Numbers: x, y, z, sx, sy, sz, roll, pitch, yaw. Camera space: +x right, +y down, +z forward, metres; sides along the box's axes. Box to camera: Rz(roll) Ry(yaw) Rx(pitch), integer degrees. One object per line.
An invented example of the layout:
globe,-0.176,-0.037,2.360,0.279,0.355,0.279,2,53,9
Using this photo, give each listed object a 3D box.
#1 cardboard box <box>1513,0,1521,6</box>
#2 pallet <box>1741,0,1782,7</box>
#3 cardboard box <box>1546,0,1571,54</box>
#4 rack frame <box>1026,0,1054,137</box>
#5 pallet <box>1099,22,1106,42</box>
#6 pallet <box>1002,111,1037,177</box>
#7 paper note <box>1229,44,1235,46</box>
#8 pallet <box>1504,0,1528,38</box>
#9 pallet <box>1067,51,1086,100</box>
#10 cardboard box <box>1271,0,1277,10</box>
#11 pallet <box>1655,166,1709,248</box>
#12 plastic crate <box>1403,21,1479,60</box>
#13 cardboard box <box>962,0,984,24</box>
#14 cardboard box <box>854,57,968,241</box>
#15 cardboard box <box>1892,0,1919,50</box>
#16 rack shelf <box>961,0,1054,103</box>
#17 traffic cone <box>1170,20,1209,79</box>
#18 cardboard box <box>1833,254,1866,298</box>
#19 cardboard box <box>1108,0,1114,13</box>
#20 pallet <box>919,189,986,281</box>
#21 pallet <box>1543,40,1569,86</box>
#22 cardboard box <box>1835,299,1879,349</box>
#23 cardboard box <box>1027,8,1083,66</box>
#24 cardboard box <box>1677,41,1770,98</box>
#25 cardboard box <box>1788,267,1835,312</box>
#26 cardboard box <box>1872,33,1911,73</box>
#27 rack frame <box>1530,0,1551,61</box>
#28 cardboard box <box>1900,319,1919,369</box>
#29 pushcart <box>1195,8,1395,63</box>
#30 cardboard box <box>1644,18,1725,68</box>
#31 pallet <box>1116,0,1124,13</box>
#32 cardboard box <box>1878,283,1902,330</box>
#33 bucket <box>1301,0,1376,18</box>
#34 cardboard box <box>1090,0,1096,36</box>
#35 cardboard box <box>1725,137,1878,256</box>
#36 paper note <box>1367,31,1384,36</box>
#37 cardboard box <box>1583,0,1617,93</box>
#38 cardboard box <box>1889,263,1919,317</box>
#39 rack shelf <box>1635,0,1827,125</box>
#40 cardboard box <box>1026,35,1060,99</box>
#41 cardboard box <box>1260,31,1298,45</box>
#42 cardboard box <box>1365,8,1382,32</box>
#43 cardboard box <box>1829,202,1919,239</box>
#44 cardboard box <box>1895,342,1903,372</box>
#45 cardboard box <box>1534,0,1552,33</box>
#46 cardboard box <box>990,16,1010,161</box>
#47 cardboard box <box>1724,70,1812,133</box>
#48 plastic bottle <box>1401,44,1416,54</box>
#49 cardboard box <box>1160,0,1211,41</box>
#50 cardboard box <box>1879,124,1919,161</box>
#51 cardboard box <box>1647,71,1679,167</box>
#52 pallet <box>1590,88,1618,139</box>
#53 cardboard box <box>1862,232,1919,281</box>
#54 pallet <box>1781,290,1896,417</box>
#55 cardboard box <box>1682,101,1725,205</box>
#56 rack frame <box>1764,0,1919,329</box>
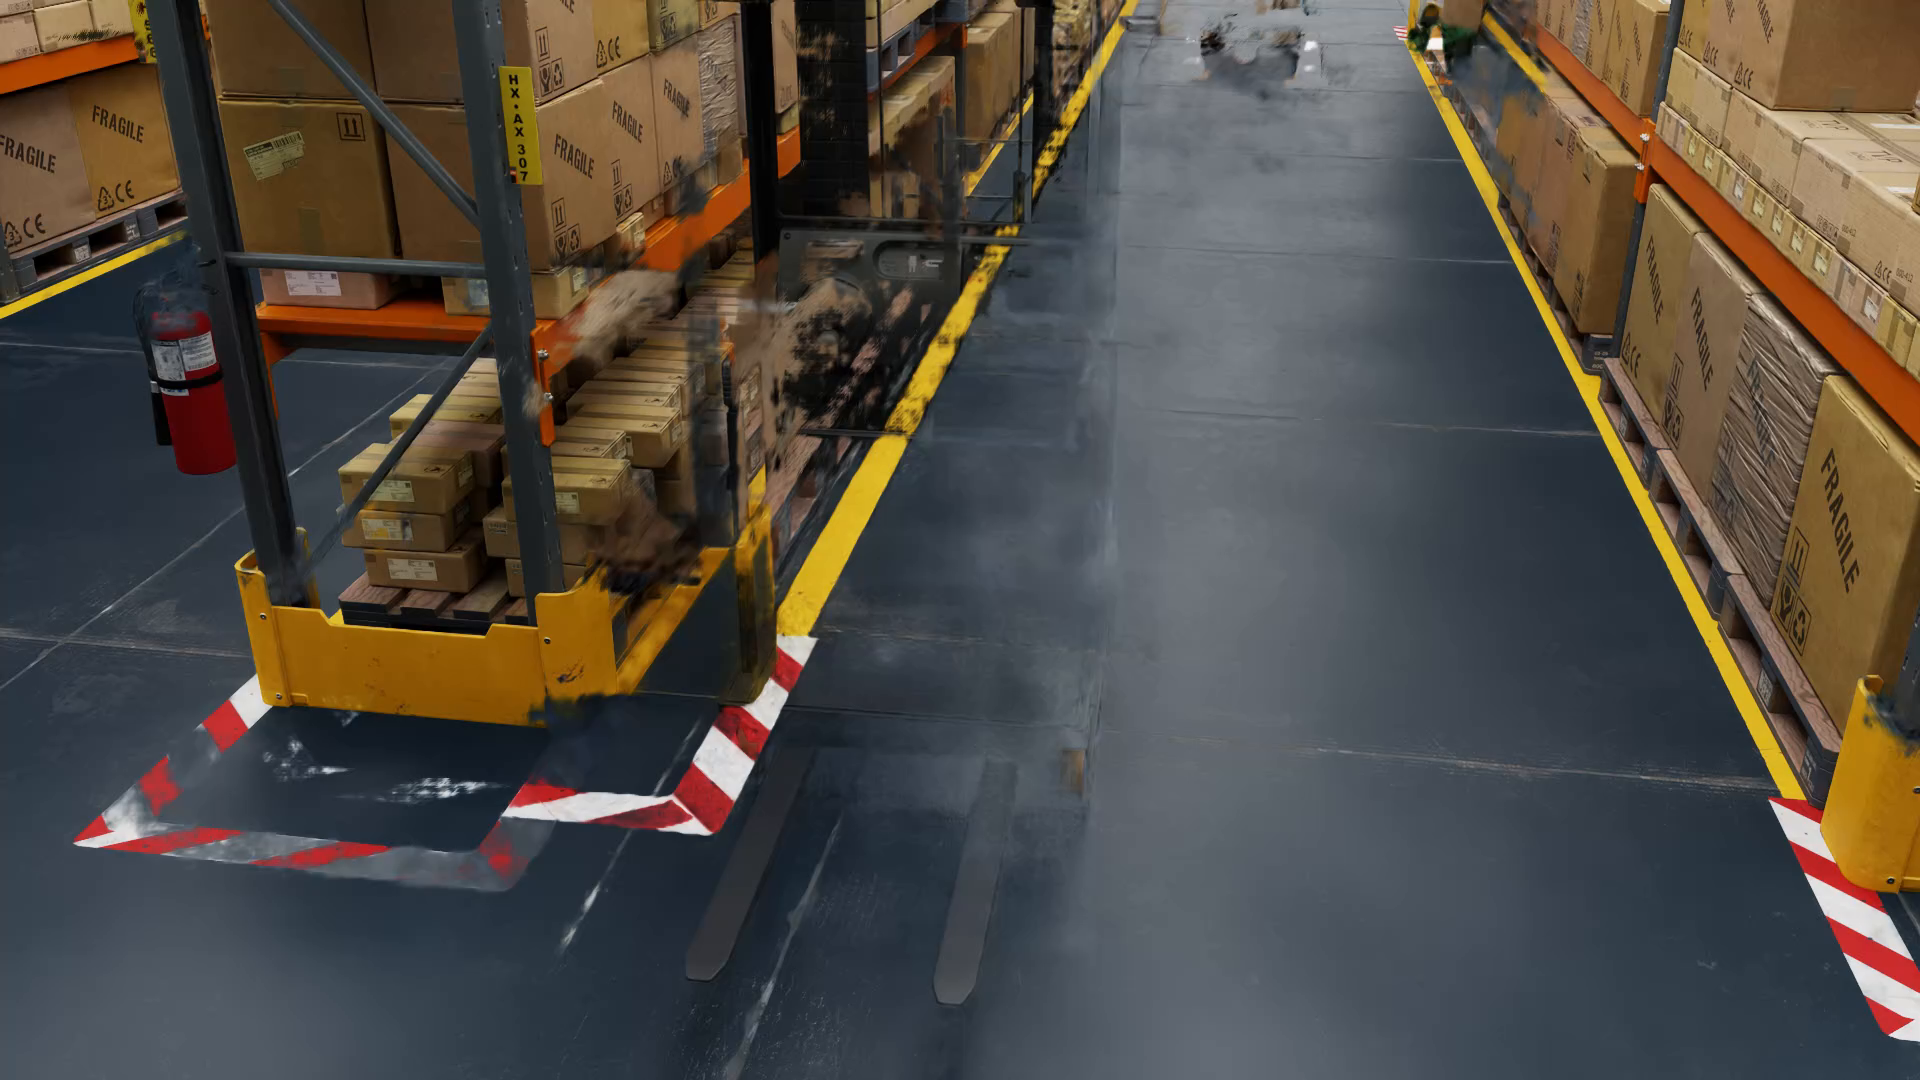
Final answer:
cardboard box,0.655,-6.071,18.194,0.875,0.875,0.875,4,25,8
pallet,-0.749,-3.236,10.352,1.003,0.211,1.213,4,25,9
cardboard box,0.176,-4.732,15.480,1.050,0.750,0.750,4,25,8
rack frame,-5.365,-4.455,12.729,1.000,3.000,0.127,4,25,9
pallet,-4.637,-5.148,17.499,1.003,0.211,1.213,4,25,9
pallet,-5.569,-2.867,12.626,1.003,0.211,1.213,4,25,9
paper note,-2.942,-4.886,17.153,0.148,0.019,0.142,4,25,9
pallet,0.587,-5.388,18.013,1.003,0.211,1.213,4,25,9
pallet,-5.035,-4.027,15.105,1.003,0.211,1.213,4,25,9
cardboard box,-1.847,-5.760,18.462,0.797,0.503,0.637,-14,29,-27
pallet,-0.796,-2.056,10.892,1.003,0.211,1.213,4,25,9
plastic crate,-1.076,-4.743,16.593,0.450,0.188,0.662,29,36,30
cardboard box,-5.687,-2.880,9.540,0.500,0.250,0.500,3,25,7
cardboard box,-5.997,-2.274,10.082,0.875,0.875,0.875,5,26,10
cardboard box,-1.522,-2.264,7.579,0.500,0.500,0.500,4,25,9
rack shelf,-5.692,-3.292,11.094,1.077,0.370,4.000,4,25,9
traffic cone,-3.533,-4.363,15.525,0.336,0.463,0.334,4,25,9
cardboard box,-1.447,-1.273,8.449,0.380,0.149,0.250,4,25,9
cardboard box,-4.273,-5.525,17.762,0.500,0.250,0.500,5,26,11
pallet,-5.967,-1.847,10.446,1.003,0.211,1.213,4,25,9
pallet,0.137,-4.236,15.551,1.003,0.211,1.213,4,25,9
cardboard box,-1.528,-1.031,8.282,0.380,0.149,0.250,4,25,8
cardboard box,-5.021,-4.316,15.037,0.950,0.372,0.625,5,26,10
cardboard box,-0.993,-2.862,10.894,0.500,0.250,0.500,4,25,9
cardboard box,-1.496,-1.250,8.750,0.380,0.149,0.250,3,25,6
cardboard box,-1.457,-2.158,8.119,0.380,0.149,0.250,5,26,10
rack frame,0.188,-5.827,15.660,1.000,3.000,0.127,4,25,9
cardboard box,-1.670,-0.842,7.526,0.380,0.149,0.250,4,25,8
pushcart,-2.454,-4.803,16.566,1.648,0.377,0.936,-5,25,-10
cardboard box,-0.817,-3.280,11.788,0.500,0.250,0.500,3,25,6
pallet,-4.238,-6.168,19.679,1.003,0.211,1.213,4,25,9
cardboard box,-1.498,-1.056,7.985,0.380,0.149,0.250,3,25,6
bucket,-2.064,-5.249,16.495,0.726,0.611,0.620,13,38,26
cardboard box,-4.795,-4.908,16.302,0.950,0.372,0.625,4,25,9
cardboard box,-1.247,-1.866,9.652,0.500,0.500,0.500,4,25,8
paper note,-1.395,-5.173,17.776,0.172,0.023,0.155,13,28,26
cardboard box,-0.138,-3.940,13.787,1.050,0.750,0.750,4,25,9
cardboard box,-1.618,-1.088,7.702,0.380,0.149,0.250,5,25,10
rack shelf,-0.792,-2.992,10.452,1.077,0.370,4.000,4,25,9
cardboard box,-5.263,-3.690,13.700,0.950,0.372,0.625,2,25,5
cardboard box,-2.461,-5.081,17.292,0.258,0.266,0.396,-14,29,-27
cardboard box,-1.348,-5.435,18.048,0.396,0.266,0.258,8,26,18
cardboard box,-1.380,-1.520,8.624,0.380,0.149,0.250,5,26,11
cardboard box,-1.530,-0.807,7.802,0.380,0.149,0.250,3,25,6
cardboard box,0.360,-5.313,16.573,0.875,0.875,0.875,4,25,9
cardboard box,-5.710,-3.027,11.689,0.875,0.875,0.875,4,25,9
cardboard box,-1.150,-2.422,9.954,0.500,0.250,0.500,5,26,11
plastic bottle,-1.255,-4.716,16.753,0.133,0.061,0.283,-9,27,-19
cardboard box,-3.194,-5.350,17.588,0.500,0.500,0.500,-20,32,-36
cardboard box,-0.738,-2.169,9.415,0.500,0.250,0.500,3,25,6
cardboard box,-0.911,-2.723,11.483,0.500,0.500,0.500,4,25,9
pallet,-0.262,-3.216,13.371,1.003,0.211,1.213,4,25,9
cardboard box,-1.476,-1.299,8.154,0.380,0.149,0.250,4,25,8
pallet,-1.194,-0.935,8.498,1.003,0.211,1.213,4,25,9
cardboard box,-1.074,-2.295,10.568,0.500,0.500,0.500,3,25,7
rack frame,-1.119,-2.481,8.512,1.000,3.000,0.127,4,25,9
